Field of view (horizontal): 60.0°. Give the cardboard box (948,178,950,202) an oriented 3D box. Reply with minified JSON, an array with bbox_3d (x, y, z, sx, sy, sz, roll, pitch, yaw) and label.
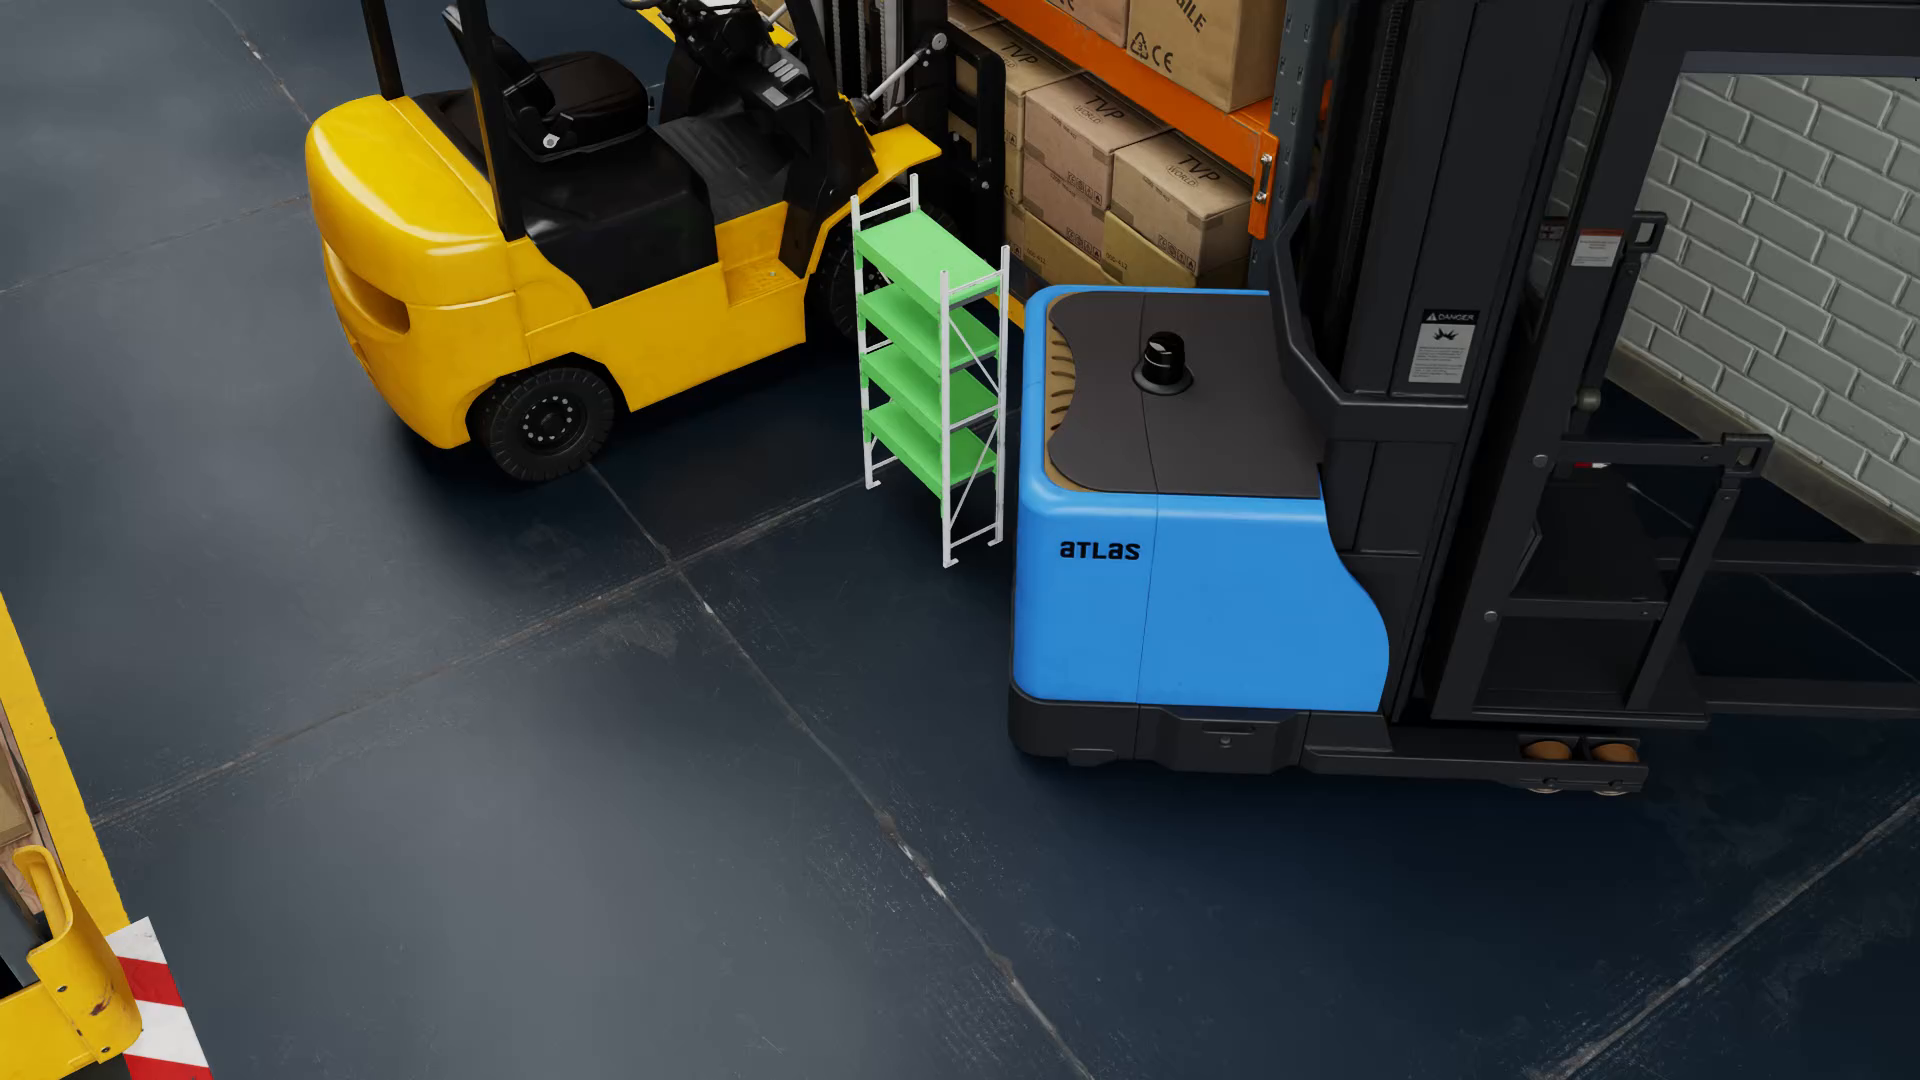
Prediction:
[{"bbox_3d":[0.000,-1.715,7.062,0.500,0.250,0.500,-24,49,-23],"label":"cardboard box"}]

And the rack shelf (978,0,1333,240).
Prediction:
[{"bbox_3d":[0.255,-2.432,6.646,1.077,0.370,4.000,-26,49,-24],"label":"rack shelf"}]

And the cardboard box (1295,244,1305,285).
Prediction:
[{"bbox_3d":[1.300,-1.246,6.208,0.500,0.250,0.500,-25,49,-24],"label":"cardboard box"}]

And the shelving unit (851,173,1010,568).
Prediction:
[{"bbox_3d":[-0.095,-0.528,5.434,0.258,1.200,0.503,-26,49,-24],"label":"shelving unit"}]

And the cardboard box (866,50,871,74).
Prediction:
[{"bbox_3d":[-0.298,-2.193,7.200,0.500,0.250,0.500,-26,50,-25],"label":"cardboard box"}]

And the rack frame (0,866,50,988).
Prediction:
[{"bbox_3d":[-2.670,0.404,3.155,1.000,3.000,0.127,-26,49,-24],"label":"rack frame"}]

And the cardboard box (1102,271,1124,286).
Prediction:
[{"bbox_3d":[0.871,-0.858,6.163,0.500,0.250,0.500,-25,49,-24],"label":"cardboard box"}]

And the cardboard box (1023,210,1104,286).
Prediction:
[{"bbox_3d":[0.594,-1.143,6.462,0.500,0.250,0.500,-26,49,-24],"label":"cardboard box"}]

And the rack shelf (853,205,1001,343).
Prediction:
[{"bbox_3d":[-0.095,-0.829,5.147,0.258,0.148,0.480,-26,49,-24],"label":"rack shelf"}]

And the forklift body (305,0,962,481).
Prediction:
[{"bbox_3d":[-1.182,-1.606,5.874,2.313,2.155,1.214,-26,49,-24],"label":"forklift body"}]

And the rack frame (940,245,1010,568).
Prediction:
[{"bbox_3d":[0.045,-0.390,5.289,0.240,1.200,0.015,-26,49,-24],"label":"rack frame"}]

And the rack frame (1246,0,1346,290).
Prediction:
[{"bbox_3d":[1.399,-1.559,5.211,1.000,3.000,0.127,-26,49,-24],"label":"rack frame"}]

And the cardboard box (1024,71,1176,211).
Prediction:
[{"bbox_3d":[0.583,-1.503,6.115,0.500,0.250,0.500,-25,49,-24],"label":"cardboard box"}]

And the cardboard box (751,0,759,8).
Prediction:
[{"bbox_3d":[-0.866,-2.767,7.801,0.500,0.250,0.500,-26,49,-25],"label":"cardboard box"}]

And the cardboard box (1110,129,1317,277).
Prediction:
[{"bbox_3d":[0.880,-1.216,5.814,0.500,0.250,0.500,-24,49,-23],"label":"cardboard box"}]

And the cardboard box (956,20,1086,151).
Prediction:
[{"bbox_3d":[0.286,-1.785,6.410,0.500,0.250,0.500,-25,49,-24],"label":"cardboard box"}]

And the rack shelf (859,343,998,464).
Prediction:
[{"bbox_3d":[-0.095,-0.482,5.478,0.258,0.148,0.480,-26,49,-24],"label":"rack shelf"}]

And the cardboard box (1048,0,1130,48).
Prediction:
[{"bbox_3d":[0.613,-2.068,5.671,0.500,0.500,0.500,-24,49,-23],"label":"cardboard box"}]

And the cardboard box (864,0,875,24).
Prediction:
[{"bbox_3d":[-0.292,-2.375,7.028,0.500,0.250,0.500,-24,49,-23],"label":"cardboard box"}]

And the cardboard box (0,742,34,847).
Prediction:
[{"bbox_3d":[-2.905,0.680,4.552,0.500,0.250,0.500,-26,49,-25],"label":"cardboard box"}]

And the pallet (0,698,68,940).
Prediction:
[{"bbox_3d":[-3.149,0.895,4.659,1.003,0.211,1.213,-26,49,-24],"label":"pallet"}]

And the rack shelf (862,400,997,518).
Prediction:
[{"bbox_3d":[-0.095,-0.308,5.644,0.258,0.148,0.480,-26,49,-24],"label":"rack shelf"}]

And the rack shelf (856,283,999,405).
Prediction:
[{"bbox_3d":[-0.095,-0.655,5.312,0.258,0.148,0.480,-26,49,-24],"label":"rack shelf"}]

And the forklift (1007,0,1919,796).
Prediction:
[{"bbox_3d":[1.677,-0.678,4.338,3.031,2.935,1.130,2,44,2],"label":"forklift"}]

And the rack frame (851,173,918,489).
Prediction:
[{"bbox_3d":[-0.234,-0.666,5.579,0.240,1.200,0.015,-26,49,-24],"label":"rack frame"}]

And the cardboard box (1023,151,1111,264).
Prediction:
[{"bbox_3d":[0.586,-1.338,6.304,0.500,0.250,0.500,-26,50,-25],"label":"cardboard box"}]

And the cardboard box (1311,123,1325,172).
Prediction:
[{"bbox_3d":[1.279,-1.425,6.034,0.500,0.250,0.500,-26,50,-25],"label":"cardboard box"}]

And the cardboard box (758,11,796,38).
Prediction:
[{"bbox_3d":[-0.581,-2.296,7.670,0.500,0.250,0.500,-27,50,-25],"label":"cardboard box"}]

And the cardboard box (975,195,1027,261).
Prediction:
[{"bbox_3d":[0.316,-1.430,6.763,0.500,0.250,0.500,-25,49,-24],"label":"cardboard box"}]

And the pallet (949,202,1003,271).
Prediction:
[{"bbox_3d":[0.233,-1.658,7.333,1.003,0.211,1.213,-26,49,-24],"label":"pallet"}]

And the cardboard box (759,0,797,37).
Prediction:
[{"bbox_3d":[-0.576,-2.482,7.503,0.500,0.250,0.500,-26,49,-25],"label":"cardboard box"}]

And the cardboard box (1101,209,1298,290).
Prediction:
[{"bbox_3d":[0.864,-1.050,6.002,0.500,0.250,0.500,-26,50,-25],"label":"cardboard box"}]

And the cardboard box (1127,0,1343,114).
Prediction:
[{"bbox_3d":[0.902,-1.770,5.360,0.500,0.500,0.500,-27,50,-25],"label":"cardboard box"}]

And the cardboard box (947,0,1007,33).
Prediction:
[{"bbox_3d":[0.002,-2.075,6.714,0.500,0.250,0.500,-27,50,-25],"label":"cardboard box"}]

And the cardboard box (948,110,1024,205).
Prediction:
[{"bbox_3d":[0.274,-1.622,6.602,0.500,0.250,0.500,-27,50,-25],"label":"cardboard box"}]

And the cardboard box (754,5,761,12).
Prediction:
[{"bbox_3d":[-0.884,-2.577,7.965,0.500,0.250,0.500,-25,49,-24],"label":"cardboard box"}]

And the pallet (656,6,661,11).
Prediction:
[{"bbox_3d":[-1.343,-3.218,8.968,1.003,0.211,1.213,-26,49,-24],"label":"pallet"}]

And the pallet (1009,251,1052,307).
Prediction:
[{"bbox_3d":[0.927,-0.967,6.610,1.003,0.211,1.213,-26,49,-24],"label":"pallet"}]

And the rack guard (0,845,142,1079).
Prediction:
[{"bbox_3d":[-2.713,1.265,4.063,1.175,0.500,0.348,-26,49,-24],"label":"rack guard"}]
